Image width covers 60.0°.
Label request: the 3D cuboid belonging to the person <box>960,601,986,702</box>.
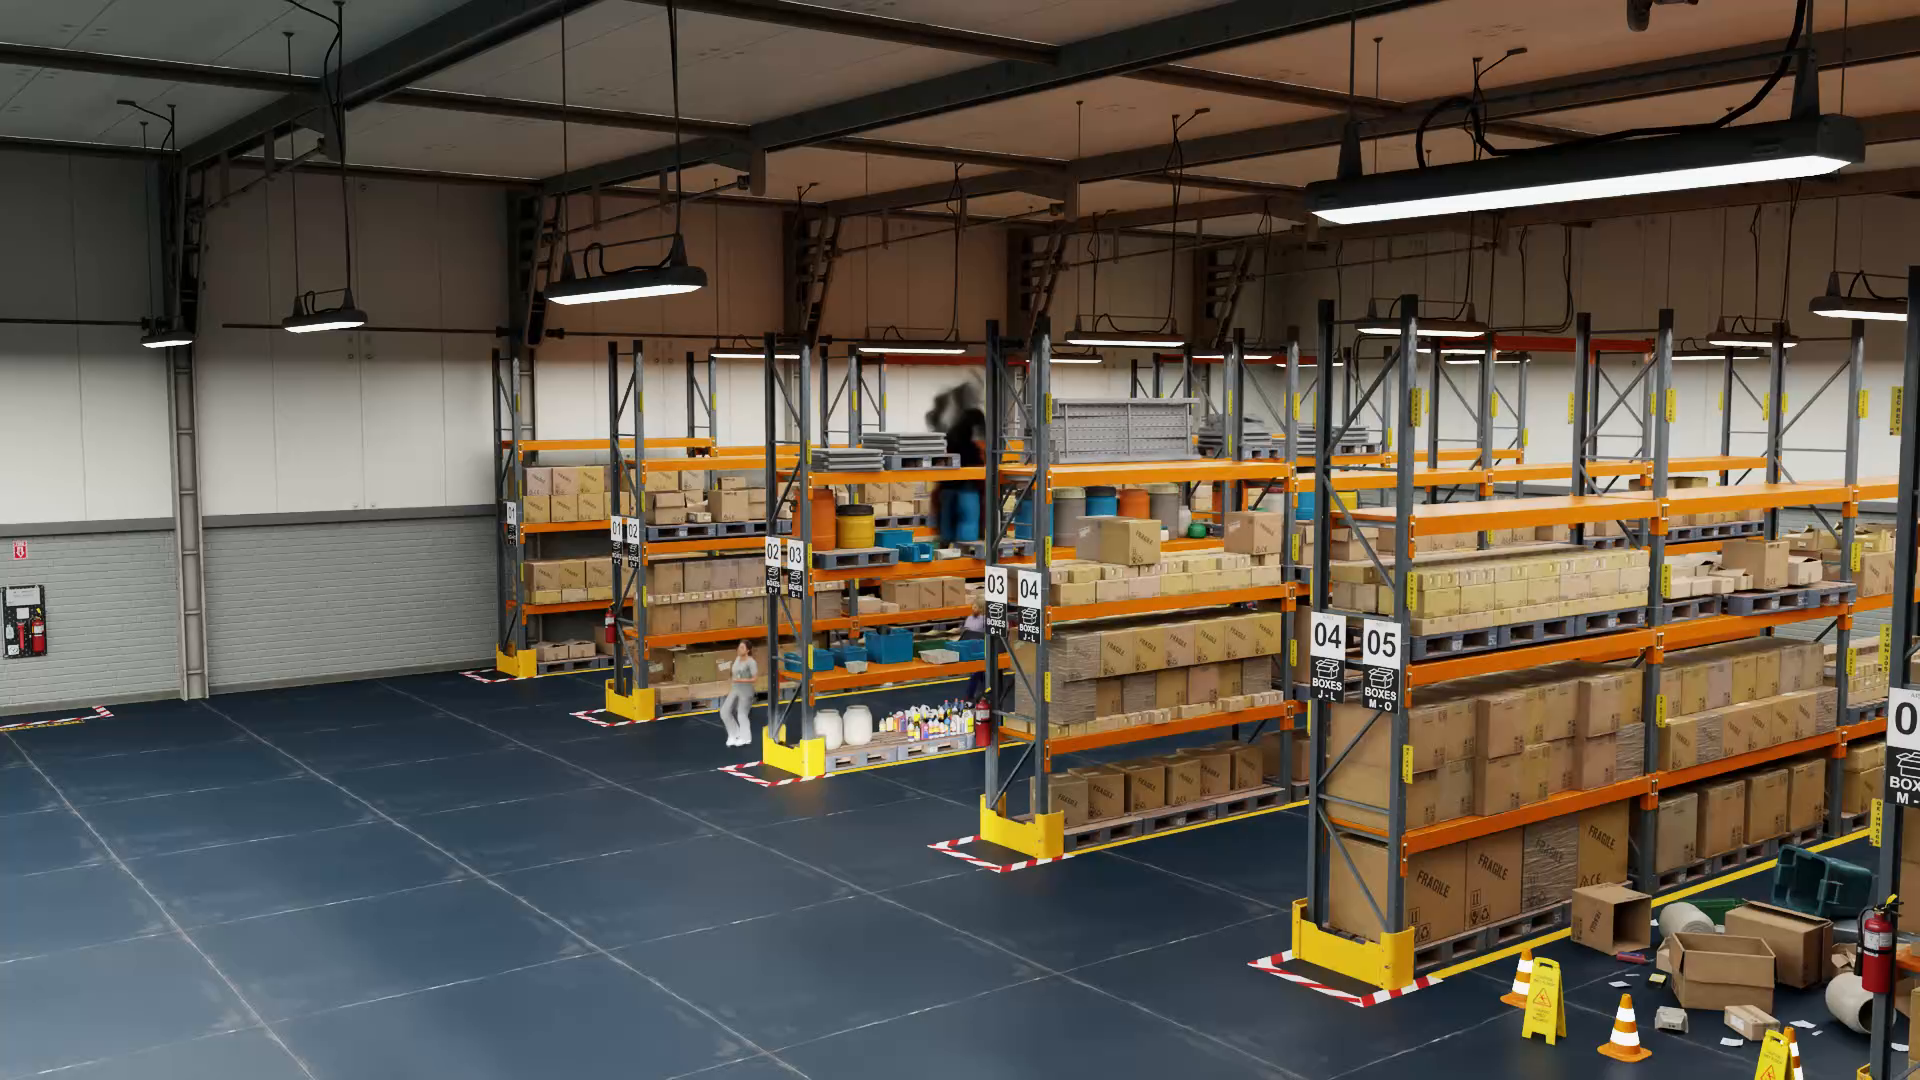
[{"bbox_3d":[0.271,1.859,28.005,0.602,1.632,0.913,5,7,42],"label":"person"}]

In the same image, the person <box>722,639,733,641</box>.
[{"bbox_3d":[-4.030,1.754,29.647,0.579,1.624,0.677,4,7,41],"label":"person"}]

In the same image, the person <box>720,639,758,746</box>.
[{"bbox_3d":[-3.158,2.240,24.205,0.600,1.596,0.625,3,6,34],"label":"person"}]
